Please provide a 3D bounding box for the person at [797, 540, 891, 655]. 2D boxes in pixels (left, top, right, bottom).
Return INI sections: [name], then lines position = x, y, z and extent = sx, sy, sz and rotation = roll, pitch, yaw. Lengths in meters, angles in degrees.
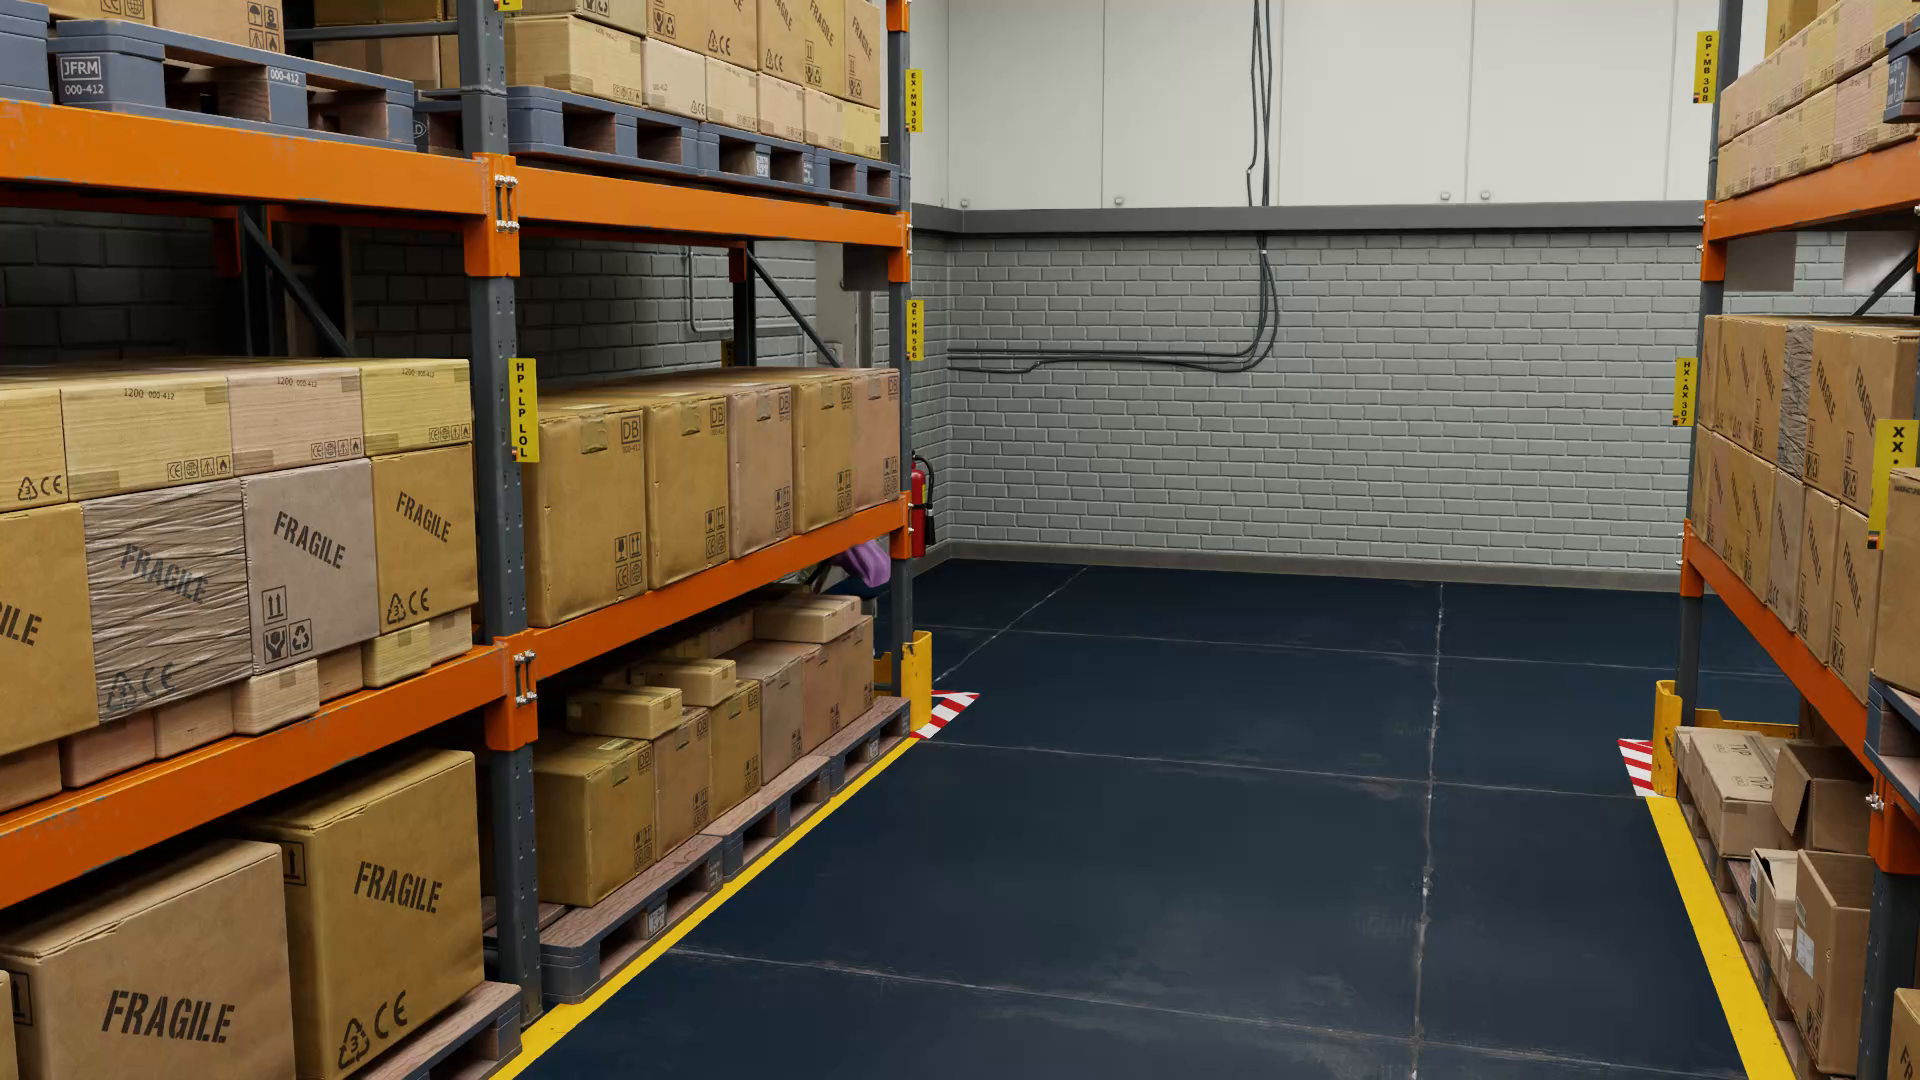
[person]
position = -0.776, 0.281, 10.896
extent = 0.757, 1.039, 0.455
rotation = 2, 9, 16
